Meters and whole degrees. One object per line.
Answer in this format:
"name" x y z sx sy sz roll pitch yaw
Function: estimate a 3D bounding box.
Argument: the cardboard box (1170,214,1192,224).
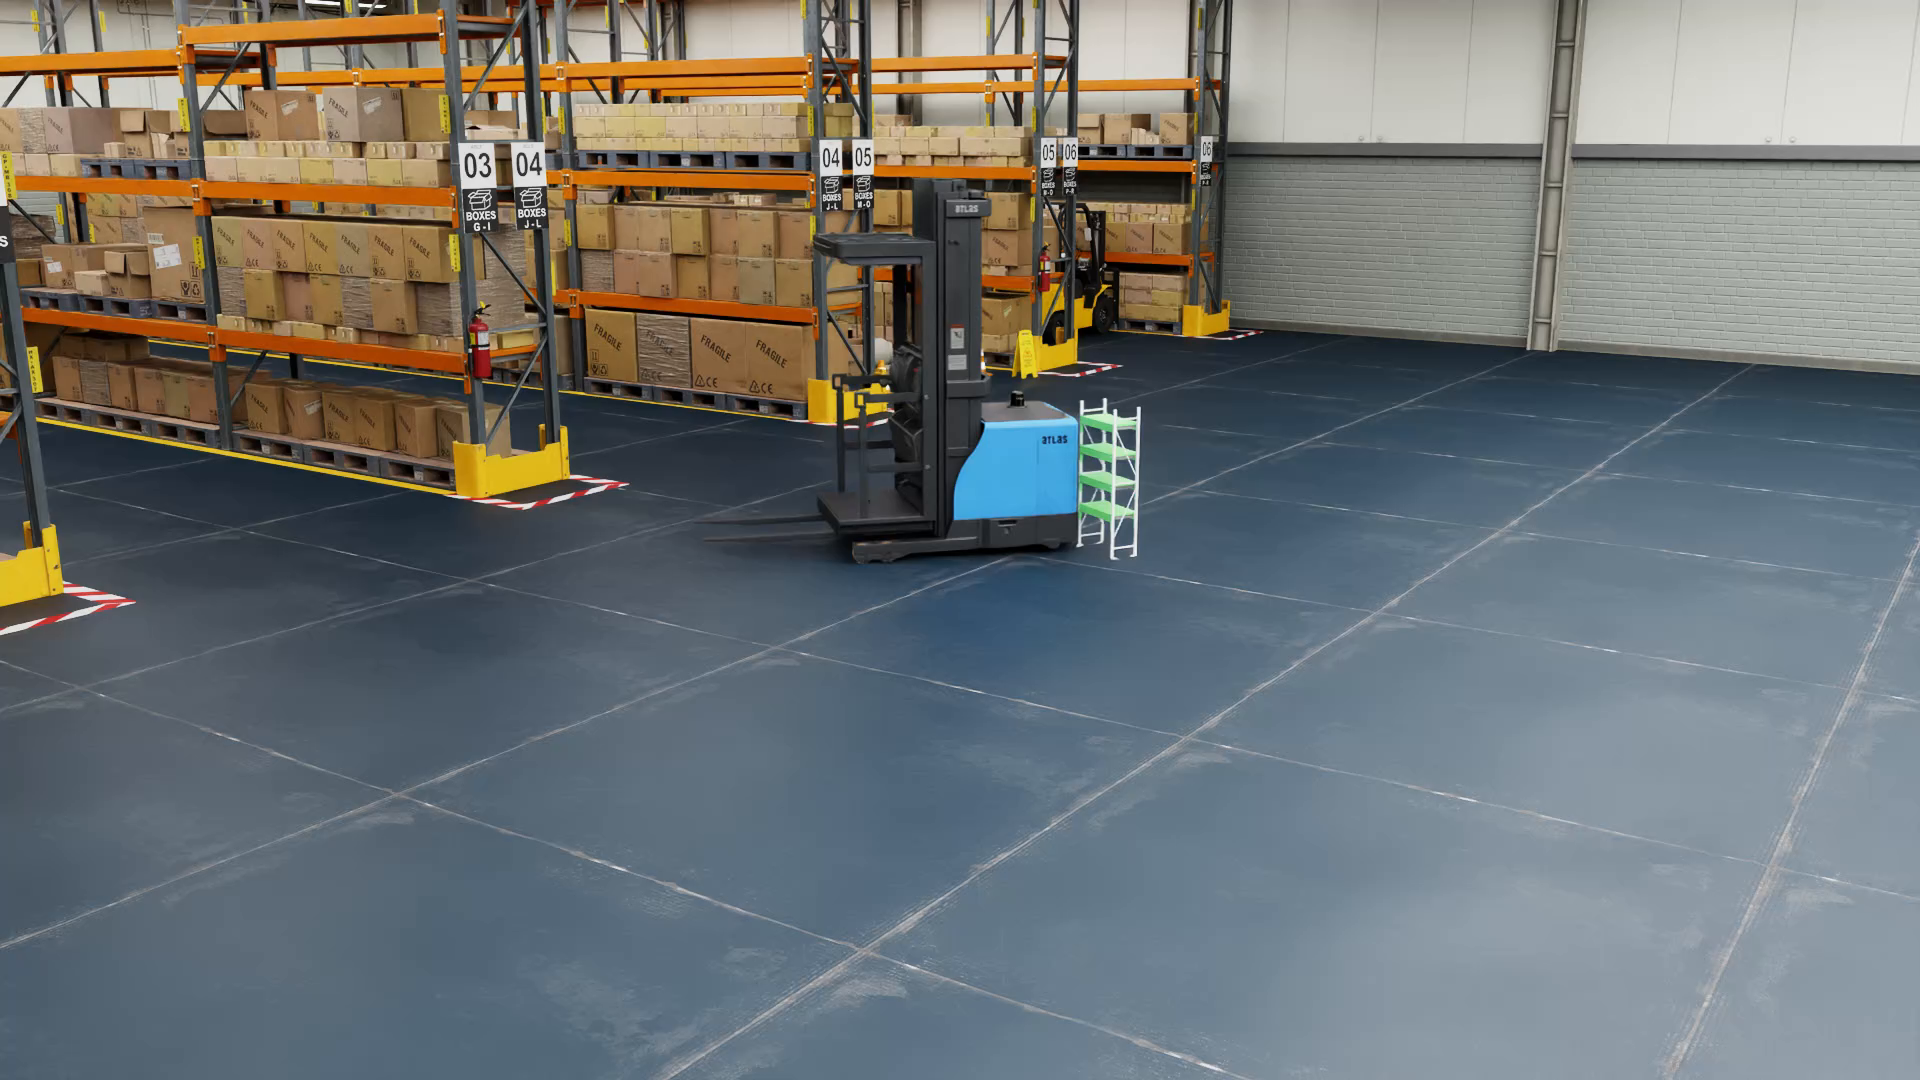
"cardboard box" 3.652 -5.286 27.375 0.250 0.149 0.380 9 17 34

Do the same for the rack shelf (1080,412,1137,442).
"rack shelf" 1.190 -0.901 13.233 0.258 0.148 0.480 -7 16 -27

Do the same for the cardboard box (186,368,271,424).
"cardboard box" -8.019 -1.589 18.285 0.500 0.500 0.700 8 16 29

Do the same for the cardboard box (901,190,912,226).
"cardboard box" -0.450 -4.857 24.292 0.500 0.500 0.700 9 17 32

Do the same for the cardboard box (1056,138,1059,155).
"cardboard box" 1.060 -5.590 23.612 0.500 0.250 0.500 9 16 32

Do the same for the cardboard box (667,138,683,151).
"cardboard box" -3.295 -4.743 19.940 0.250 0.149 0.380 9 17 34

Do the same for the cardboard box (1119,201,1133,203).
"cardboard box" 2.919 -5.723 28.522 0.250 0.149 0.380 9 16 31

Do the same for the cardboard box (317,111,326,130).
"cardboard box" -8.903 -5.958 23.606 0.258 0.266 0.396 9 17 33

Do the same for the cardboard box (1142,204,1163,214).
"cardboard box" 3.227 -5.502 27.630 0.250 0.149 0.380 10 17 34

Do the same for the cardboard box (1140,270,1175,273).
"cardboard box" 3.386 -4.455 28.343 0.500 0.250 0.500 9 17 33

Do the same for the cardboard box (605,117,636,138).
"cardboard box" -4.000 -5.069 20.425 0.500 0.250 0.500 9 17 32

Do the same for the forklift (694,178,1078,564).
"forklift" -0.616 -1.373 13.270 3.031 2.935 1.130 -3 14 -14

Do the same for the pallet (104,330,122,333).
"pallet" -13.909 -3.607 27.954 1.213 0.211 1.003 9 17 33

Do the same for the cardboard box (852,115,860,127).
"cardboard box" -1.603 -7.568 30.620 0.500 0.500 0.700 9 16 32

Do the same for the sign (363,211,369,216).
"sign" -8.283 -4.428 23.223 0.005 0.325 0.100 9 17 33

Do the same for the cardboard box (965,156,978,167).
"cardboard box" 0.277 -5.384 23.611 0.250 0.149 0.380 9 17 33

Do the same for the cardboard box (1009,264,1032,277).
"cardboard box" 0.899 -3.827 23.563 0.250 0.149 0.380 10 17 35

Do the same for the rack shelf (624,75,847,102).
"rack shelf" -3.650 -7.115 26.167 4.000 0.370 1.077 9 17 33

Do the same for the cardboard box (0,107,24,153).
"cardboard box" -10.594 -4.671 18.960 0.500 0.500 0.500 9 17 33

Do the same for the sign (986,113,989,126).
"sign" 0.482 -7.218 28.767 0.005 0.325 0.100 9 17 33

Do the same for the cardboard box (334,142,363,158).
"cardboard box" -5.682 -3.693 15.740 0.250 0.149 0.380 8 16 30

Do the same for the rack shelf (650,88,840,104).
"rack shelf" -4.202 -8.641 32.334 4.000 0.370 1.077 9 17 33

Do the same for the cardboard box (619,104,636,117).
"cardboard box" -3.924 -5.232 20.256 0.250 0.149 0.380 9 16 32

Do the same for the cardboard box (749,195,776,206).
"cardboard box" -3.079 -5.296 25.925 0.250 0.149 0.380 9 16 31

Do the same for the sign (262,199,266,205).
"sign" -11.001 -5.223 26.272 0.005 0.325 0.100 9 17 33

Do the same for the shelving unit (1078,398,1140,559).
"shelving unit" 1.190 -0.497 13.333 0.258 1.200 0.503 -7 16 -27

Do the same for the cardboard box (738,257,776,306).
"cardboard box" -2.152 -3.124 19.888 0.550 0.550 0.875 9 17 33

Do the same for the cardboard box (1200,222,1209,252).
"cardboard box" 3.840 -5.102 27.983 0.500 0.500 0.500 10 17 35

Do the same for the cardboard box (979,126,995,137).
"cardboard box" 0.469 -5.722 23.316 0.250 0.149 0.380 9 16 32

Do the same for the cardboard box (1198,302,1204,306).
"cardboard box" 3.797 -3.906 28.206 0.500 0.250 0.500 9 17 33

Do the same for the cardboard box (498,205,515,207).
"cardboard box" -6.350 -4.281 22.586 0.500 0.500 0.700 9 17 32

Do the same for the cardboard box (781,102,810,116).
"cardboard box" -1.819 -4.892 18.882 0.250 0.149 0.380 9 17 33

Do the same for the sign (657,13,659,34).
"sign" -5.015 -8.528 27.436 0.005 0.325 0.100 9 17 33

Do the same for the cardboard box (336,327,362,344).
"cardboard box" -5.857 -2.021 16.267 0.250 0.149 0.380 9 17 33

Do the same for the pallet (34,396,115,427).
"pallet" -10.193 -1.580 19.765 1.213 0.211 1.003 9 17 33

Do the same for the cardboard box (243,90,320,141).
"cardboard box" -7.006 -4.384 17.181 0.500 0.500 0.500 9 16 31

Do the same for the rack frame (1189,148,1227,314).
"rack frame" 4.096 -4.932 27.503 0.127 3.000 1.000 9 17 33

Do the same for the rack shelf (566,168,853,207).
"rack shelf" -3.010 -4.316 20.271 4.000 0.370 1.077 9 17 33

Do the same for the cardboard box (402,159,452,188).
"cardboard box" -4.744 -3.363 15.235 0.500 0.250 0.500 10 17 34

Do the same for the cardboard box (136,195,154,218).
"cardboard box" -12.697 -5.377 26.395 0.500 0.500 0.500 10 17 34

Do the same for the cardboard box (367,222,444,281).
"cardboard box" -5.215 -2.734 15.718 0.500 0.500 0.500 9 17 33

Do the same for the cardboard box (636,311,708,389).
"cardboard box" -3.436 -2.431 20.950 0.875 0.875 0.875 9 17 33

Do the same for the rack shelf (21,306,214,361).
"rack shelf" -9.181 -2.421 18.858 4.000 0.370 1.077 9 17 33

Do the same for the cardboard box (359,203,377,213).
"cardboard box" -10.844 -6.364 31.002 0.500 0.500 0.500 9 17 32

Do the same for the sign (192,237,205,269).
"sign" -7.828 -2.953 17.100 0.005 0.325 0.100 9 17 33

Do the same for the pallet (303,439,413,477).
"pallet" -5.928 -0.902 17.027 1.213 0.211 1.003 9 17 33

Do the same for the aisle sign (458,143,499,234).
"aisle sign" -4.318 -3.159 14.933 0.004 0.787 0.394 9 17 33

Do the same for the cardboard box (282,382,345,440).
"cardboard box" -6.732 -1.355 17.384 0.500 0.500 0.500 -11 17 -36

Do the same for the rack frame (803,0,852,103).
"rack frame" -1.990 -7.390 24.949 0.127 3.000 1.000 9 17 33

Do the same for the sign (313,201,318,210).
"sign" -12.262 -6.436 31.613 0.005 0.325 0.100 9 17 33

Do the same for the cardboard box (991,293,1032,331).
"cardboard box" 0.794 -3.341 24.365 0.500 0.500 0.500 9 16 31

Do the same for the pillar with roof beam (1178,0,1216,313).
"pillar with roof beam" 1.618 -7.258 24.418 0.400 9.000 9.100 9 17 33

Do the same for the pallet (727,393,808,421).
"pallet" -2.057 -1.679 20.166 1.213 0.211 1.003 9 17 33

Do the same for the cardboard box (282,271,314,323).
"cardboard box" -6.316 -2.501 16.857 0.500 0.500 0.875 9 17 33

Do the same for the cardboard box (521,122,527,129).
"cardboard box" -8.953 -8.738 35.290 0.500 0.250 0.500 9 16 32

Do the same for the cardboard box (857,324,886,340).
"cardboard box" -1.202 -3.145 25.133 0.500 0.250 0.500 10 17 36

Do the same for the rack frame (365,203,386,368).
"rack frame" -7.988 -4.014 23.795 0.127 3.000 1.000 9 17 33

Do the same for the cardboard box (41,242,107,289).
"cardboard box" -10.370 -3.226 19.532 0.500 0.500 0.500 7 15 26
